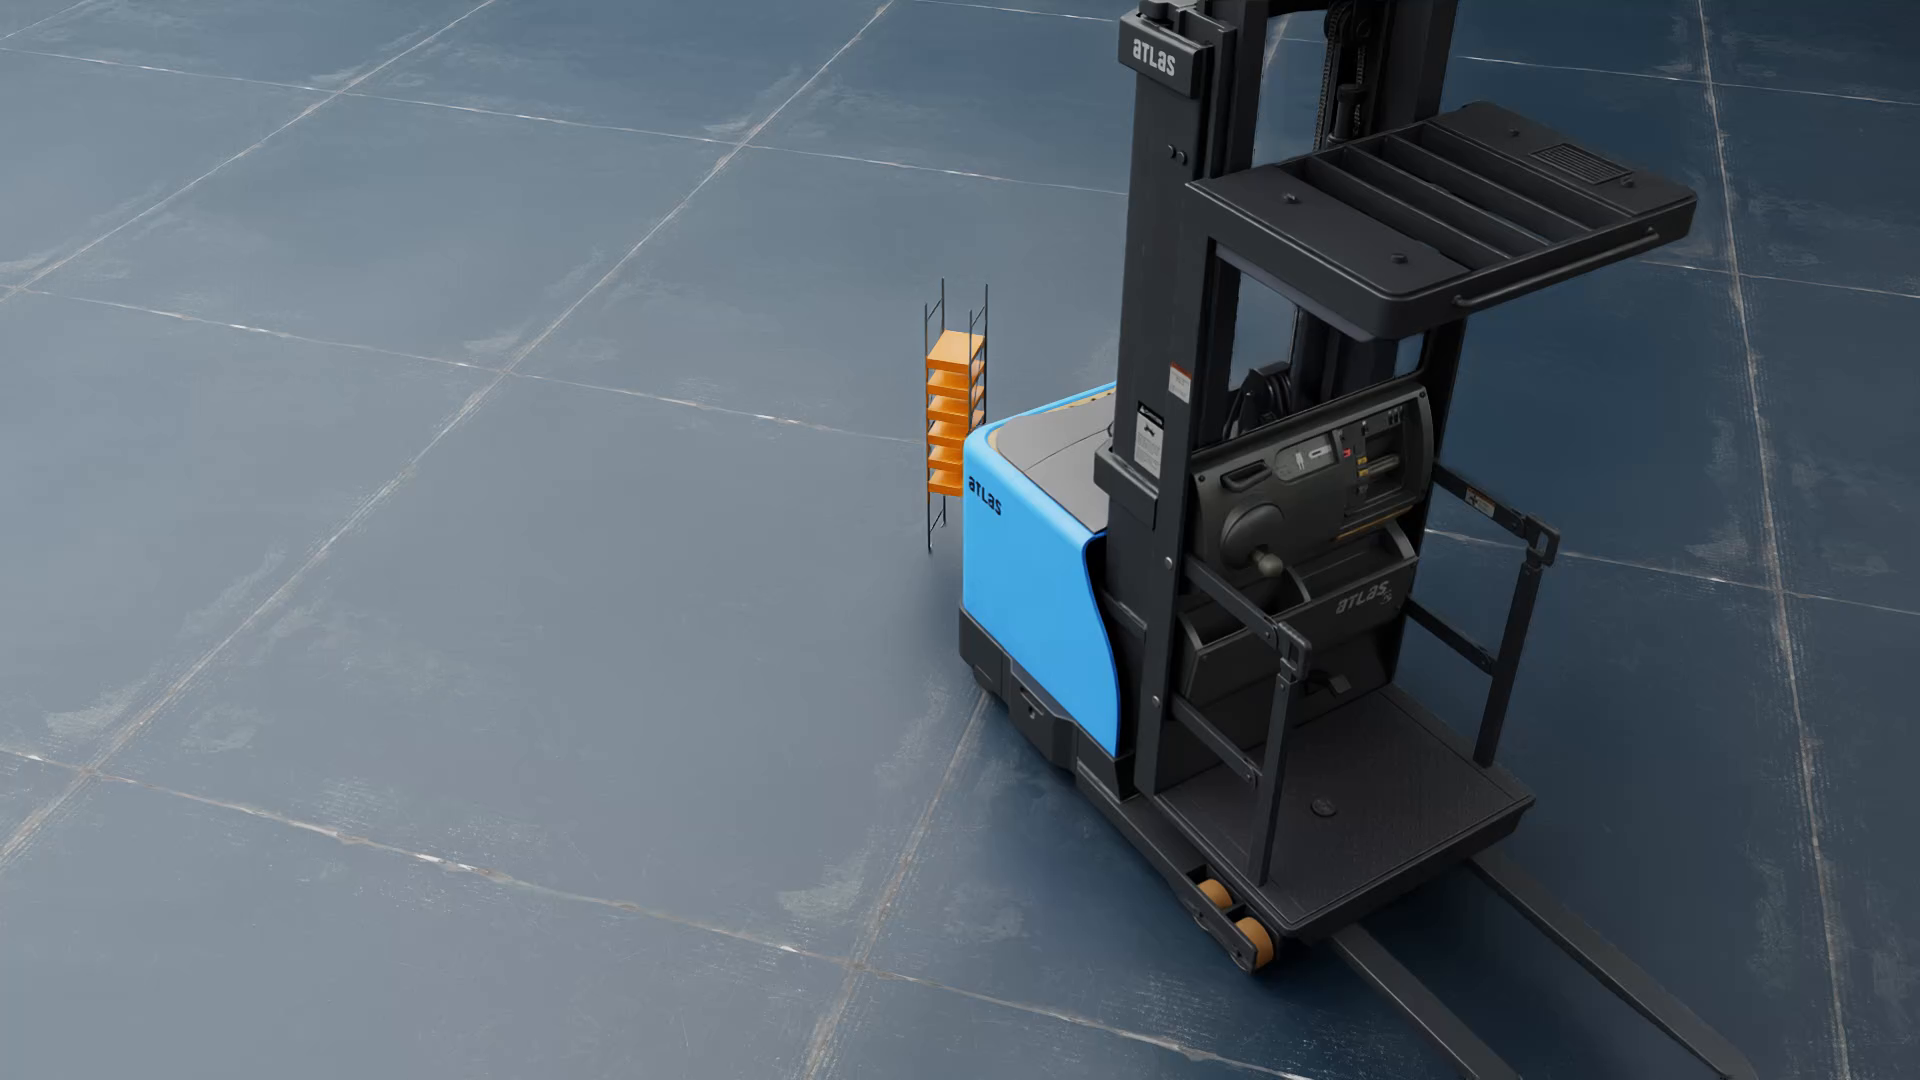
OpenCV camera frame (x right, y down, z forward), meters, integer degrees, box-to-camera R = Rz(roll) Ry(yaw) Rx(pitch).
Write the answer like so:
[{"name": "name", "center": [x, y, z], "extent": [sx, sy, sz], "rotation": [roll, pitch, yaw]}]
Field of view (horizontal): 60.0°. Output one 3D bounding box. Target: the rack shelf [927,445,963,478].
[{"name": "rack shelf", "center": [-0.014, -0.353, 6.995], "extent": [0.180, 0.103, 0.258], "rotation": [10, 38, 14]}]

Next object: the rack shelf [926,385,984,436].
[{"name": "rack shelf", "center": [-0.014, -0.547, 6.853], "extent": [0.180, 0.103, 0.258], "rotation": [10, 38, 14]}]

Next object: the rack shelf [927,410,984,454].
[{"name": "rack shelf", "center": [-0.014, -0.450, 6.924], "extent": [0.180, 0.103, 0.258], "rotation": [10, 38, 14]}]

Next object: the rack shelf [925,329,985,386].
[{"name": "rack shelf", "center": [-0.014, -0.740, 6.711], "extent": [0.180, 0.103, 0.258], "rotation": [10, 38, 14]}]

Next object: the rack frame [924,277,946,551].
[{"name": "rack frame", "center": [-0.101, -0.502, 6.920], "extent": [0.006, 1.200, 0.240], "rotation": [10, 38, 14]}]

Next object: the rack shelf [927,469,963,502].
[{"name": "rack shelf", "center": [-0.014, -0.257, 7.066], "extent": [0.180, 0.103, 0.258], "rotation": [10, 38, 14]}]

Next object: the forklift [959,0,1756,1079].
[{"name": "forklift", "center": [1.205, -0.115, 4.933], "extent": [1.130, 2.935, 3.031], "rotation": [-20, 41, -25]}]

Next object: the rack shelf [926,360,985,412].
[{"name": "rack shelf", "center": [-0.014, -0.643, 6.782], "extent": [0.180, 0.103, 0.258], "rotation": [10, 38, 14]}]

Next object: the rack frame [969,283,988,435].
[{"name": "rack frame", "center": [0.074, -0.470, 6.876], "extent": [0.006, 1.200, 0.240], "rotation": [10, 38, 14]}]

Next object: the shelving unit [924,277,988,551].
[{"name": "shelving unit", "center": [-0.014, -0.486, 6.898], "extent": [0.189, 1.200, 0.258], "rotation": [10, 38, 14]}]
